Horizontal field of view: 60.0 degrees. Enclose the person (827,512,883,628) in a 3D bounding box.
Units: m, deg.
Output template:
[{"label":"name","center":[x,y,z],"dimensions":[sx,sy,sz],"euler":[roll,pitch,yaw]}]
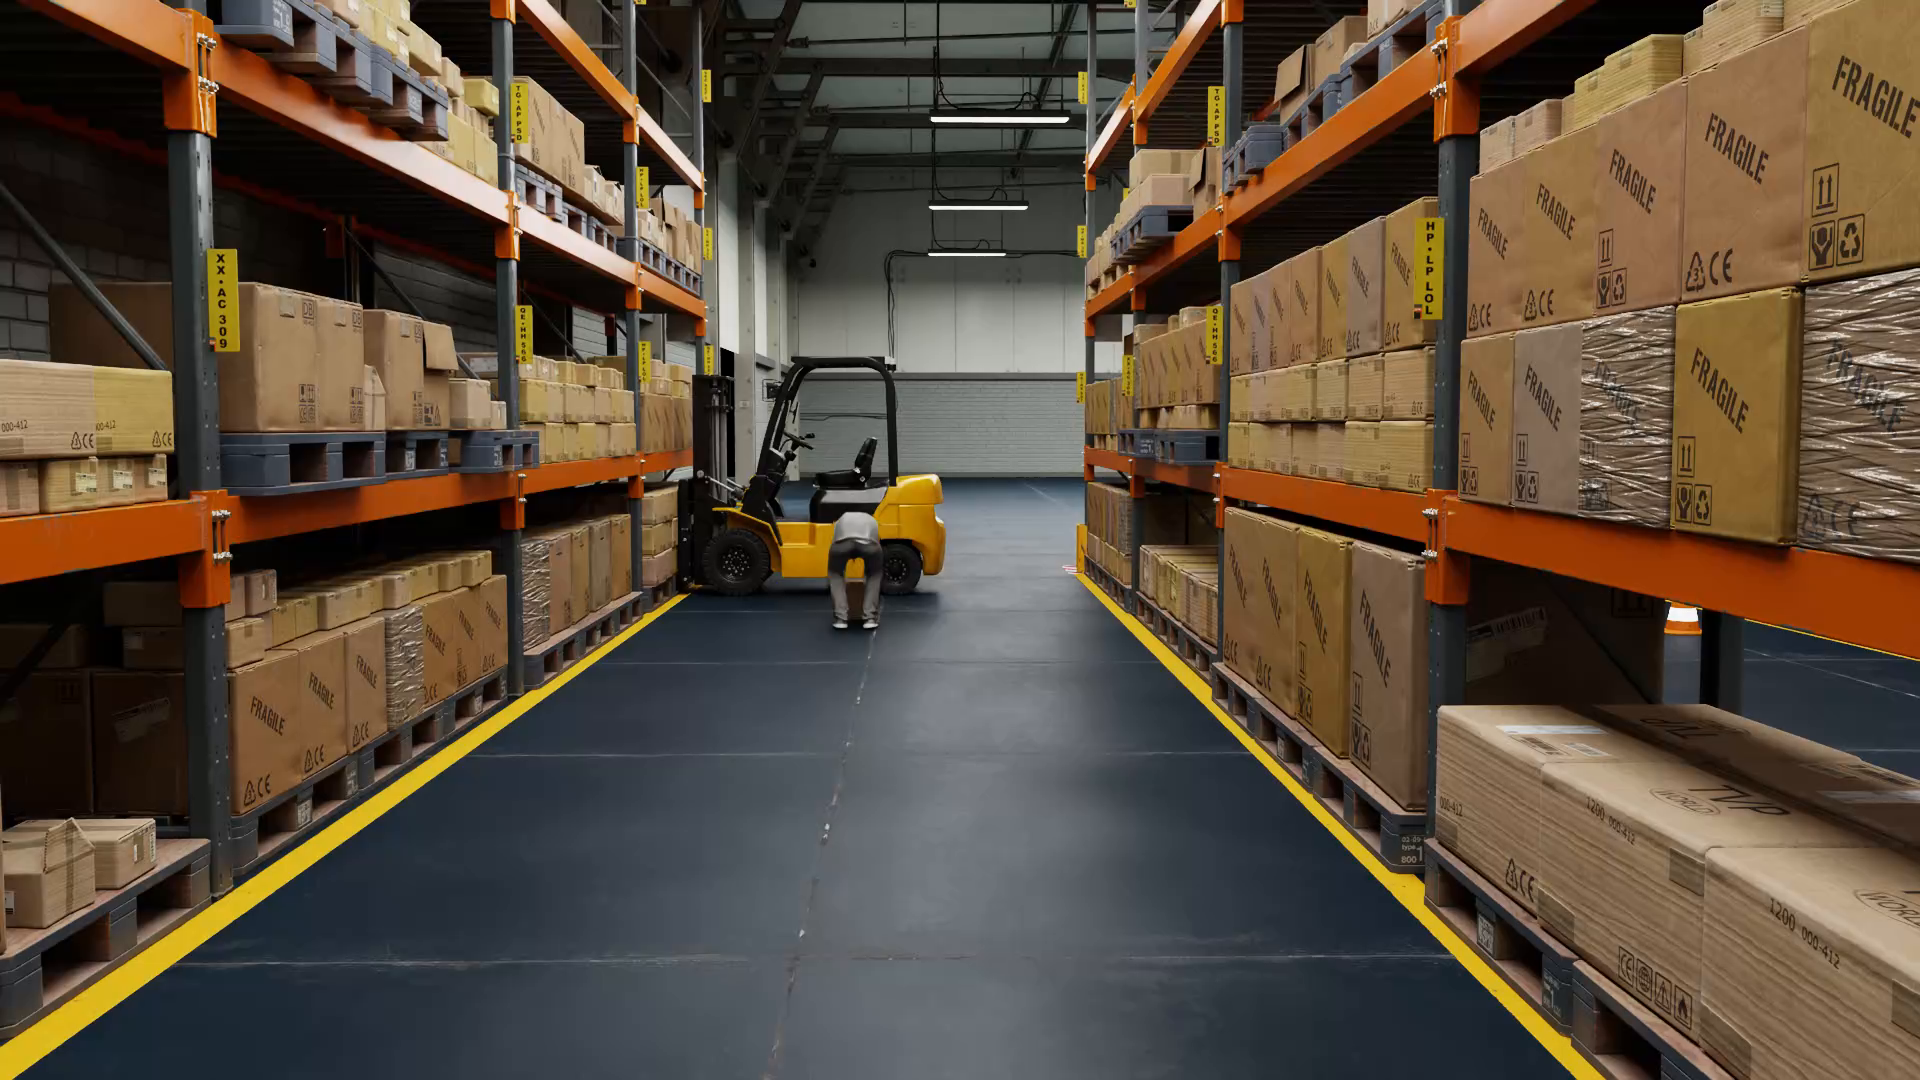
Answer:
[{"label":"person","center":[-0.802,0.219,12.710],"dimensions":[0.422,0.886,0.853],"euler":[0,4,-4]}]
